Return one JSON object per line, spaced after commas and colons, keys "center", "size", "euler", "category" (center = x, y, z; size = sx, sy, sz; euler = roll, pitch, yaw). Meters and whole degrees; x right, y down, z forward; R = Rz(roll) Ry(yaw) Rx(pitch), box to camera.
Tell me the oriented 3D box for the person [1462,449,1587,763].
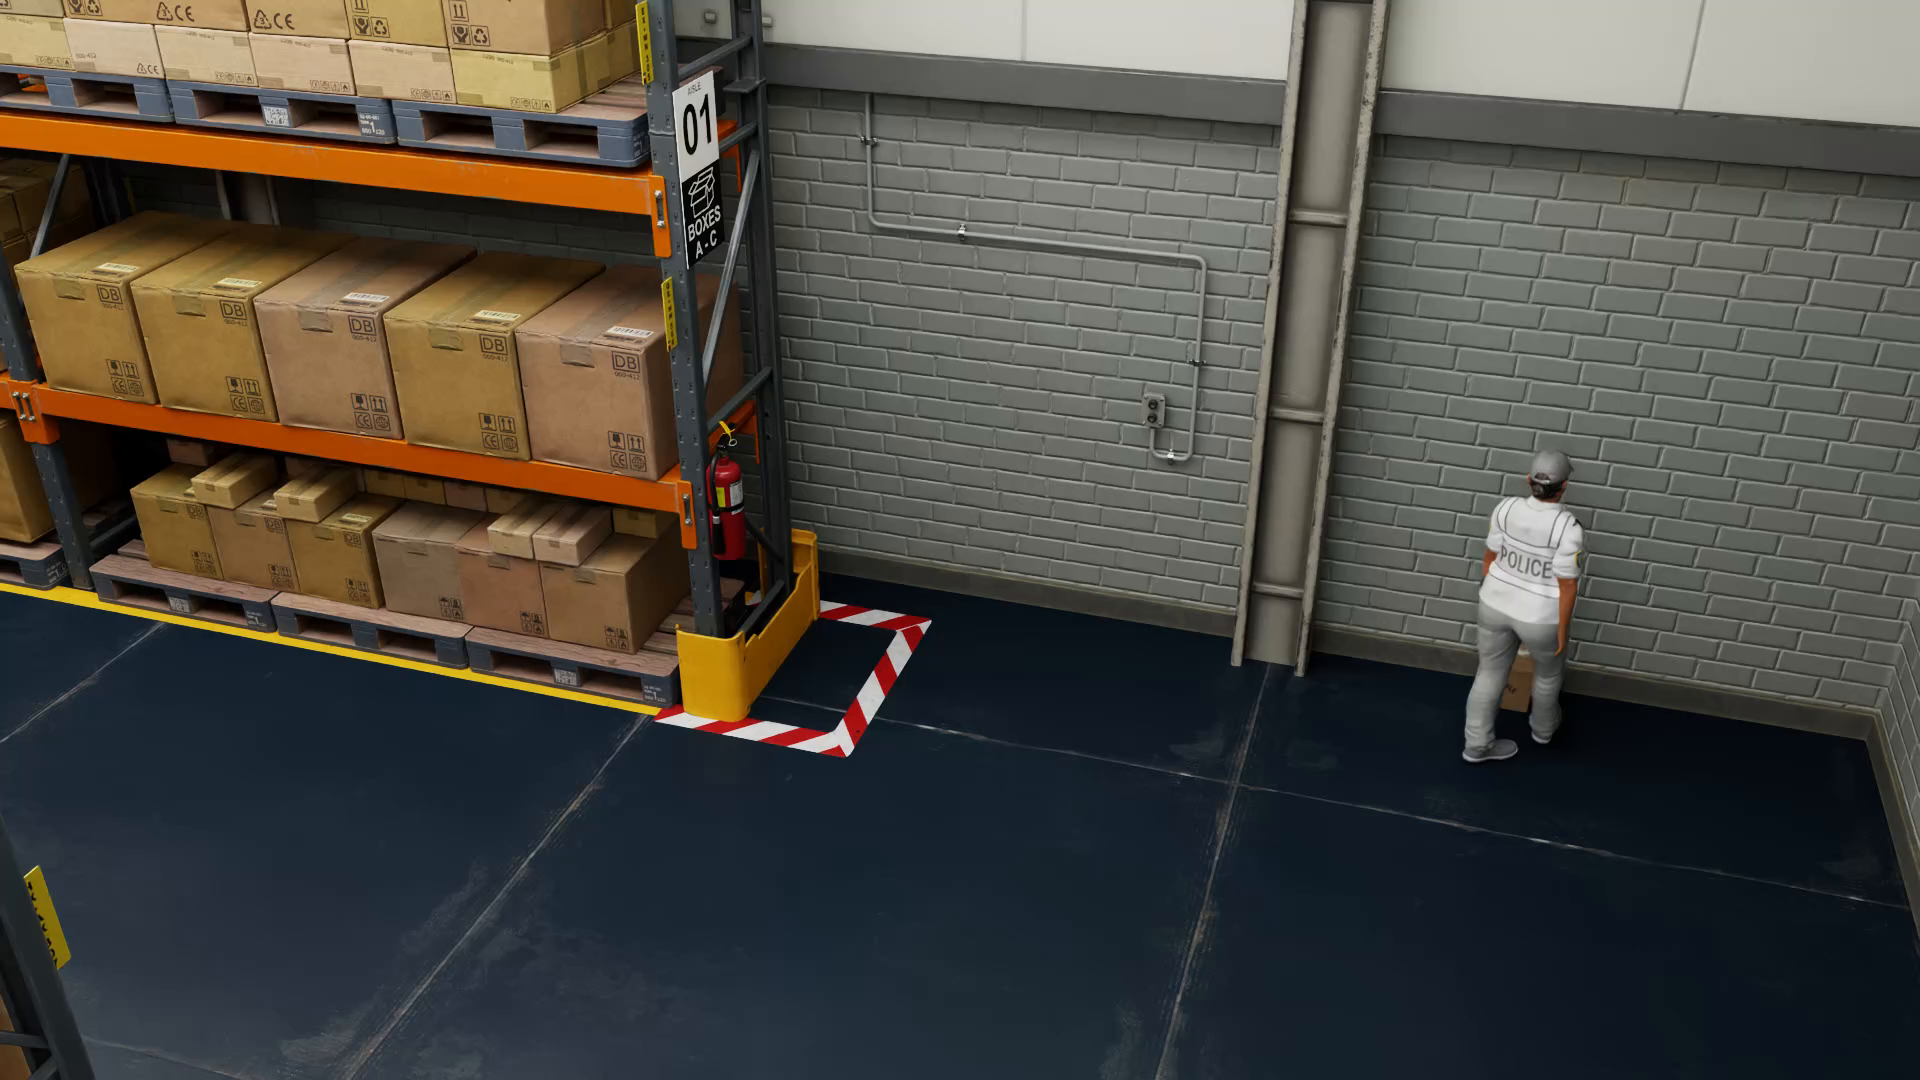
{"center": [2.772, 0.285, 7.985], "size": [0.473, 1.653, 0.661], "euler": [24, 37, 36], "category": "person"}
